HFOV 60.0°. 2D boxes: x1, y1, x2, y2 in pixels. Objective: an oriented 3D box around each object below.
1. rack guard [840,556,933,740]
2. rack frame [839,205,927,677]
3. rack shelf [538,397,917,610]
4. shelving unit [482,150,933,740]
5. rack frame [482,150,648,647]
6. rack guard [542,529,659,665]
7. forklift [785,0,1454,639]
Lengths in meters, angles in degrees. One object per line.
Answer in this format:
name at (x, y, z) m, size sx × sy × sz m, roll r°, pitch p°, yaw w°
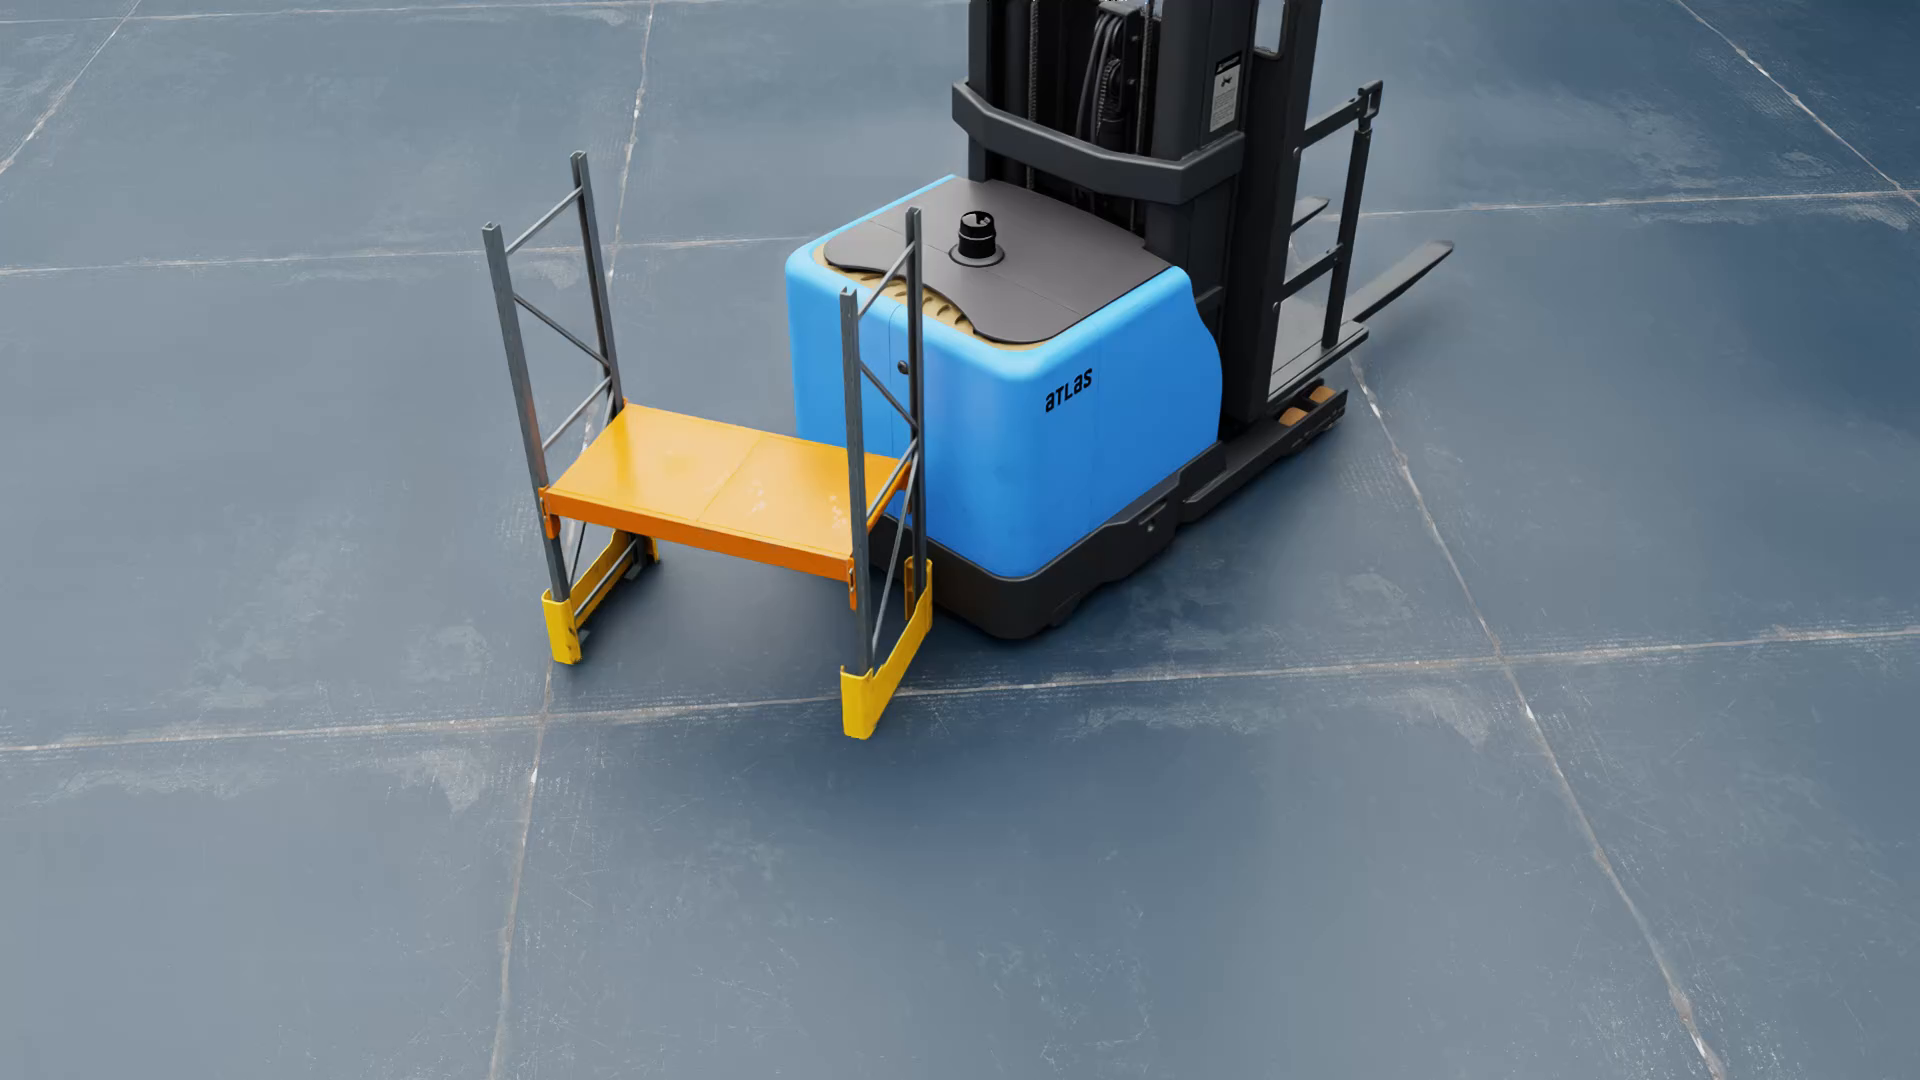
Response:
rack guard at (-0.219, 0.326, 5.136) m, size 0.087 × 0.250 × 0.587 m, roll 12°, pitch 40°, yaw 15°
rack frame at (-0.201, -0.161, 4.743) m, size 0.032 × 1.500 × 0.500 m, roll 12°, pitch 40°, yaw 15°
rack shelf at (-0.680, -0.125, 4.988) m, size 1.000 × 0.185 × 0.538 m, roll 12°, pitch 40°, yaw 15°
shelving unit at (-0.689, -0.268, 4.879) m, size 1.083 × 1.500 × 0.587 m, roll 12°, pitch 40°, yaw 15°
rack frame at (-1.159, -0.371, 5.010) m, size 0.032 × 1.500 × 0.500 m, roll 12°, pitch 40°, yaw 15°
rack guard at (-1.158, 0.120, 5.397) m, size 0.087 × 0.250 × 0.587 m, roll 12°, pitch 40°, yaw 15°
forklift at (0.805, -1.665, 5.493) m, size 1.130 × 2.935 × 3.031 m, roll 29°, pitch 47°, yaw 32°
